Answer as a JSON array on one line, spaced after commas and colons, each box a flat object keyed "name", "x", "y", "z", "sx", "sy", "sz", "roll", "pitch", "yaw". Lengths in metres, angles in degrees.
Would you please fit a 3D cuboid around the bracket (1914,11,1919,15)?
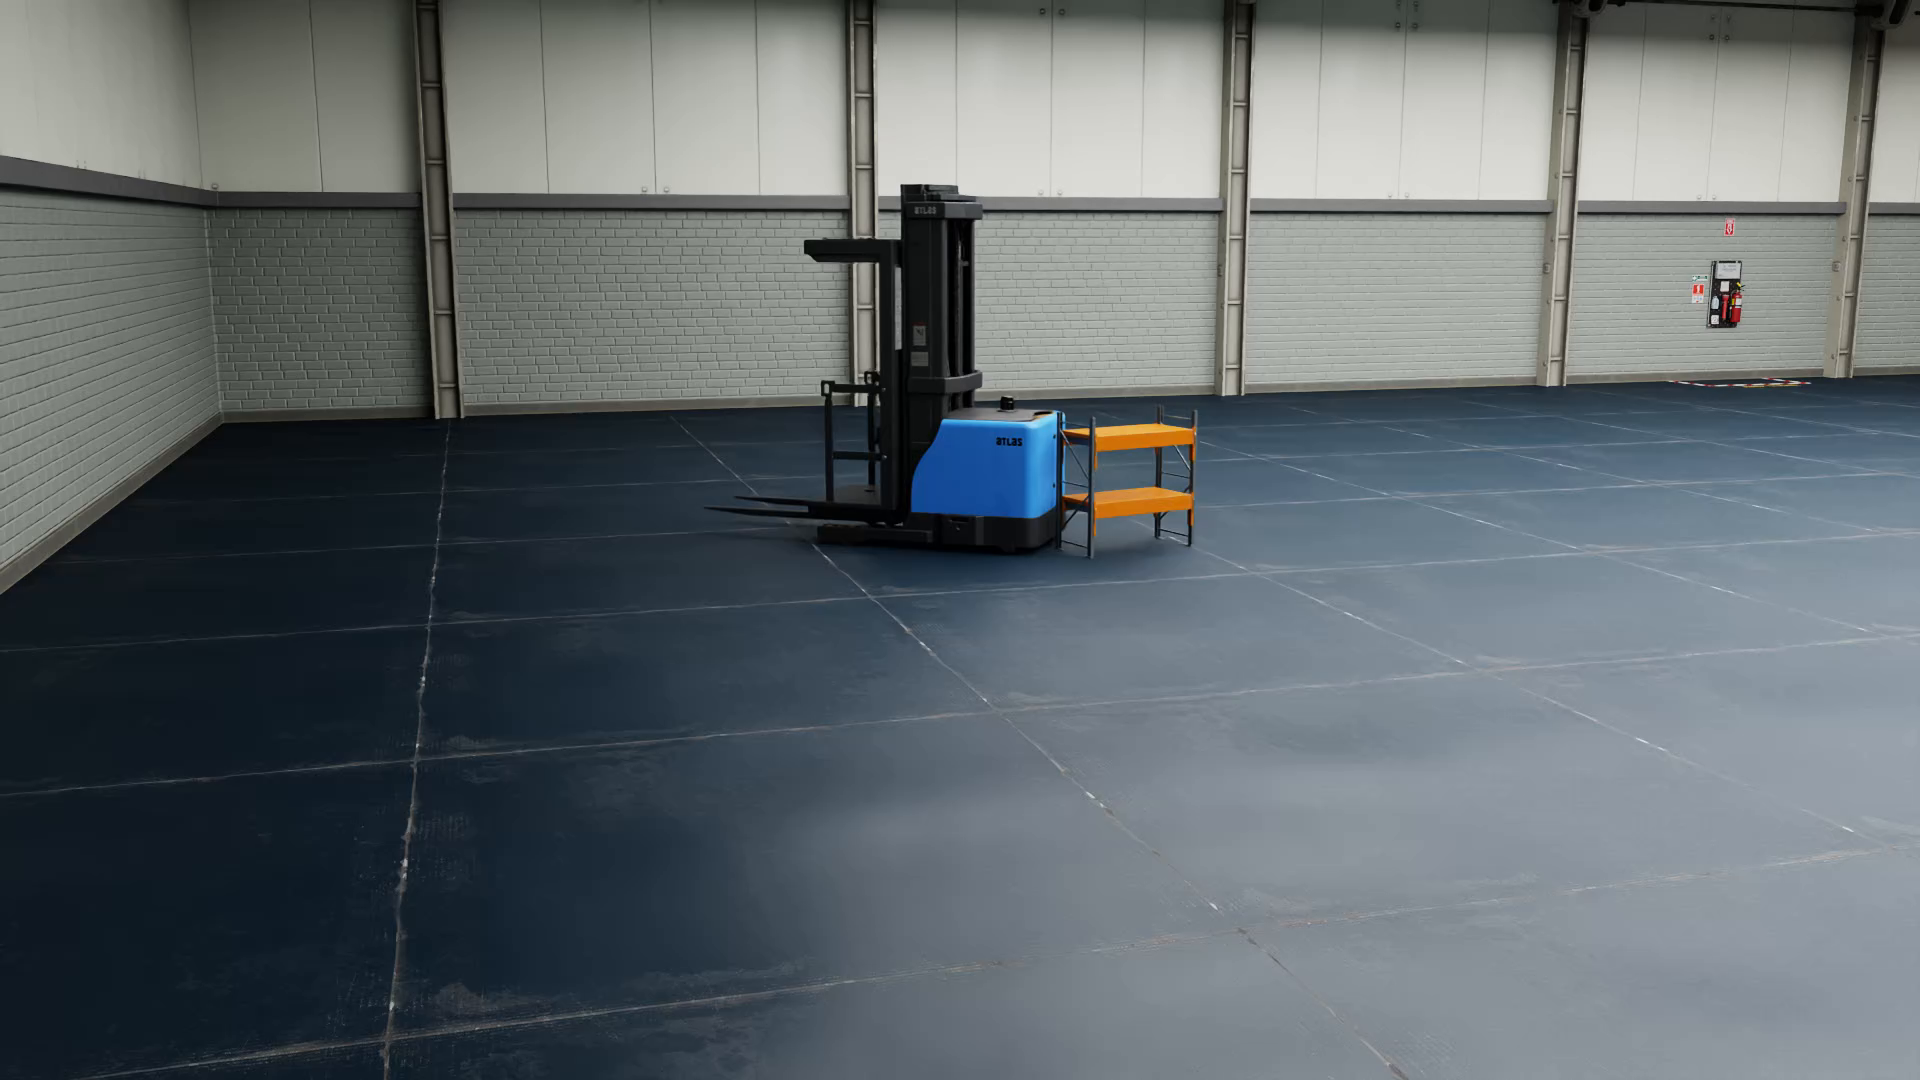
[{"name": "bracket", "x": 18.820, "y": -9.231, "z": 29.395, "sx": 4.783, "sy": 0.066, "sz": 0.076, "roll": -3, "pitch": 11, "yaw": -16}]

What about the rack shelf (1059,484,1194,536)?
[{"name": "rack shelf", "x": 1.361, "y": -0.251, "z": 13.651, "sx": 1.000, "sy": 0.278, "sz": 0.538, "roll": -6, "pitch": 12, "yaw": -30}]

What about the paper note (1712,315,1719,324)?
[{"name": "paper note", "x": 13.276, "y": -3.872, "z": 29.230, "sx": 0.142, "sy": 0.148, "sz": 0.016, "roll": -3, "pitch": 11, "yaw": -16}]

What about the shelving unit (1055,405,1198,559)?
[{"name": "shelving unit", "x": 1.361, "y": -0.491, "z": 13.607, "sx": 1.048, "sy": 1.125, "sz": 0.538, "roll": -6, "pitch": 12, "yaw": -30}]

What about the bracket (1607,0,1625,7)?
[{"name": "bracket", "x": 10.585, "y": -8.797, "z": 27.037, "sx": 0.430, "sy": 0.232, "sz": 0.235, "roll": -3, "pitch": 11, "yaw": -16}]

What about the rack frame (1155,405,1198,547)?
[{"name": "rack frame", "x": 1.798, "y": -0.538, "z": 13.863, "sx": 0.032, "sy": 1.125, "sz": 0.500, "roll": -6, "pitch": 12, "yaw": -30}]

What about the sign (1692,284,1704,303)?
[{"name": "sign", "x": 12.905, "y": -4.310, "z": 29.076, "sx": 0.234, "sy": 0.329, "sz": 0.001, "roll": -3, "pitch": 11, "yaw": -16}]

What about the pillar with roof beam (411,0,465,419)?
[{"name": "pillar with roof beam", "x": -5.992, "y": -5.409, "z": 18.571, "sx": 0.400, "sy": 9.000, "sz": 9.100, "roll": -3, "pitch": 11, "yaw": -16}]

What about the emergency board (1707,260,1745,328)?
[{"name": "emergency board", "x": 13.465, "y": -4.303, "z": 29.133, "sx": 0.643, "sy": 1.169, "sz": 0.194, "roll": -3, "pitch": 11, "yaw": -16}]

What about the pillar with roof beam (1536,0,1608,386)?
[{"name": "pillar with roof beam", "x": 11.291, "y": -6.319, "z": 23.519, "sx": 0.548, "sy": 9.000, "sz": 9.100, "roll": -3, "pitch": 11, "yaw": -16}]

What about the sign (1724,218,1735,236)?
[{"name": "sign", "x": 13.429, "y": -5.460, "z": 29.015, "sx": 0.199, "sy": 0.298, "sz": 0.001, "roll": -3, "pitch": 11, "yaw": -16}]

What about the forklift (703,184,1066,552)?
[{"name": "forklift", "x": -0.675, "y": -1.478, "z": 13.977, "sx": 3.031, "sy": 2.935, "sz": 1.130, "roll": 3, "pitch": 11, "yaw": 17}]

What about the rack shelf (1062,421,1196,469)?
[{"name": "rack shelf", "x": 1.361, "y": -0.779, "z": 13.554, "sx": 1.000, "sy": 0.278, "sz": 0.538, "roll": -6, "pitch": 12, "yaw": -30}]

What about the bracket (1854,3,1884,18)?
[{"name": "bracket", "x": 15.549, "y": -9.059, "z": 28.458, "sx": 0.430, "sy": 0.232, "sz": 0.235, "roll": -3, "pitch": 11, "yaw": -16}]

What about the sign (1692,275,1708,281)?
[{"name": "sign", "x": 12.912, "y": -4.569, "z": 29.020, "sx": 0.331, "sy": 0.109, "sz": 0.001, "roll": -3, "pitch": 11, "yaw": -16}]

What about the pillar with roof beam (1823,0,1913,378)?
[{"name": "pillar with roof beam", "x": 17.052, "y": -6.623, "z": 25.168, "sx": 0.548, "sy": 9.000, "sz": 9.100, "roll": -3, "pitch": 11, "yaw": -16}]

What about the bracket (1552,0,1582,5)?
[{"name": "bracket", "x": 9.788, "y": -8.755, "z": 26.809, "sx": 0.430, "sy": 0.232, "sz": 0.235, "roll": -3, "pitch": 11, "yaw": -16}]

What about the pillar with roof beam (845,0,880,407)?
[{"name": "pillar with roof beam", "x": -0.231, "y": -5.712, "z": 20.221, "sx": 0.400, "sy": 9.000, "sz": 9.100, "roll": -3, "pitch": 11, "yaw": -16}]

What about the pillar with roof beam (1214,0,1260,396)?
[{"name": "pillar with roof beam", "x": 5.530, "y": -6.016, "z": 21.870, "sx": 0.548, "sy": 9.000, "sz": 9.100, "roll": -3, "pitch": 11, "yaw": -16}]

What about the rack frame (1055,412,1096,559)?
[{"name": "rack frame", "x": 0.924, "y": -0.444, "z": 13.351, "sx": 0.032, "sy": 1.125, "sz": 0.500, "roll": -6, "pitch": 12, "yaw": -30}]

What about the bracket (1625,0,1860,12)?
[{"name": "bracket", "x": 13.059, "y": -8.928, "z": 27.745, "sx": 4.783, "sy": 0.066, "sz": 0.076, "roll": -3, "pitch": 11, "yaw": -16}]
